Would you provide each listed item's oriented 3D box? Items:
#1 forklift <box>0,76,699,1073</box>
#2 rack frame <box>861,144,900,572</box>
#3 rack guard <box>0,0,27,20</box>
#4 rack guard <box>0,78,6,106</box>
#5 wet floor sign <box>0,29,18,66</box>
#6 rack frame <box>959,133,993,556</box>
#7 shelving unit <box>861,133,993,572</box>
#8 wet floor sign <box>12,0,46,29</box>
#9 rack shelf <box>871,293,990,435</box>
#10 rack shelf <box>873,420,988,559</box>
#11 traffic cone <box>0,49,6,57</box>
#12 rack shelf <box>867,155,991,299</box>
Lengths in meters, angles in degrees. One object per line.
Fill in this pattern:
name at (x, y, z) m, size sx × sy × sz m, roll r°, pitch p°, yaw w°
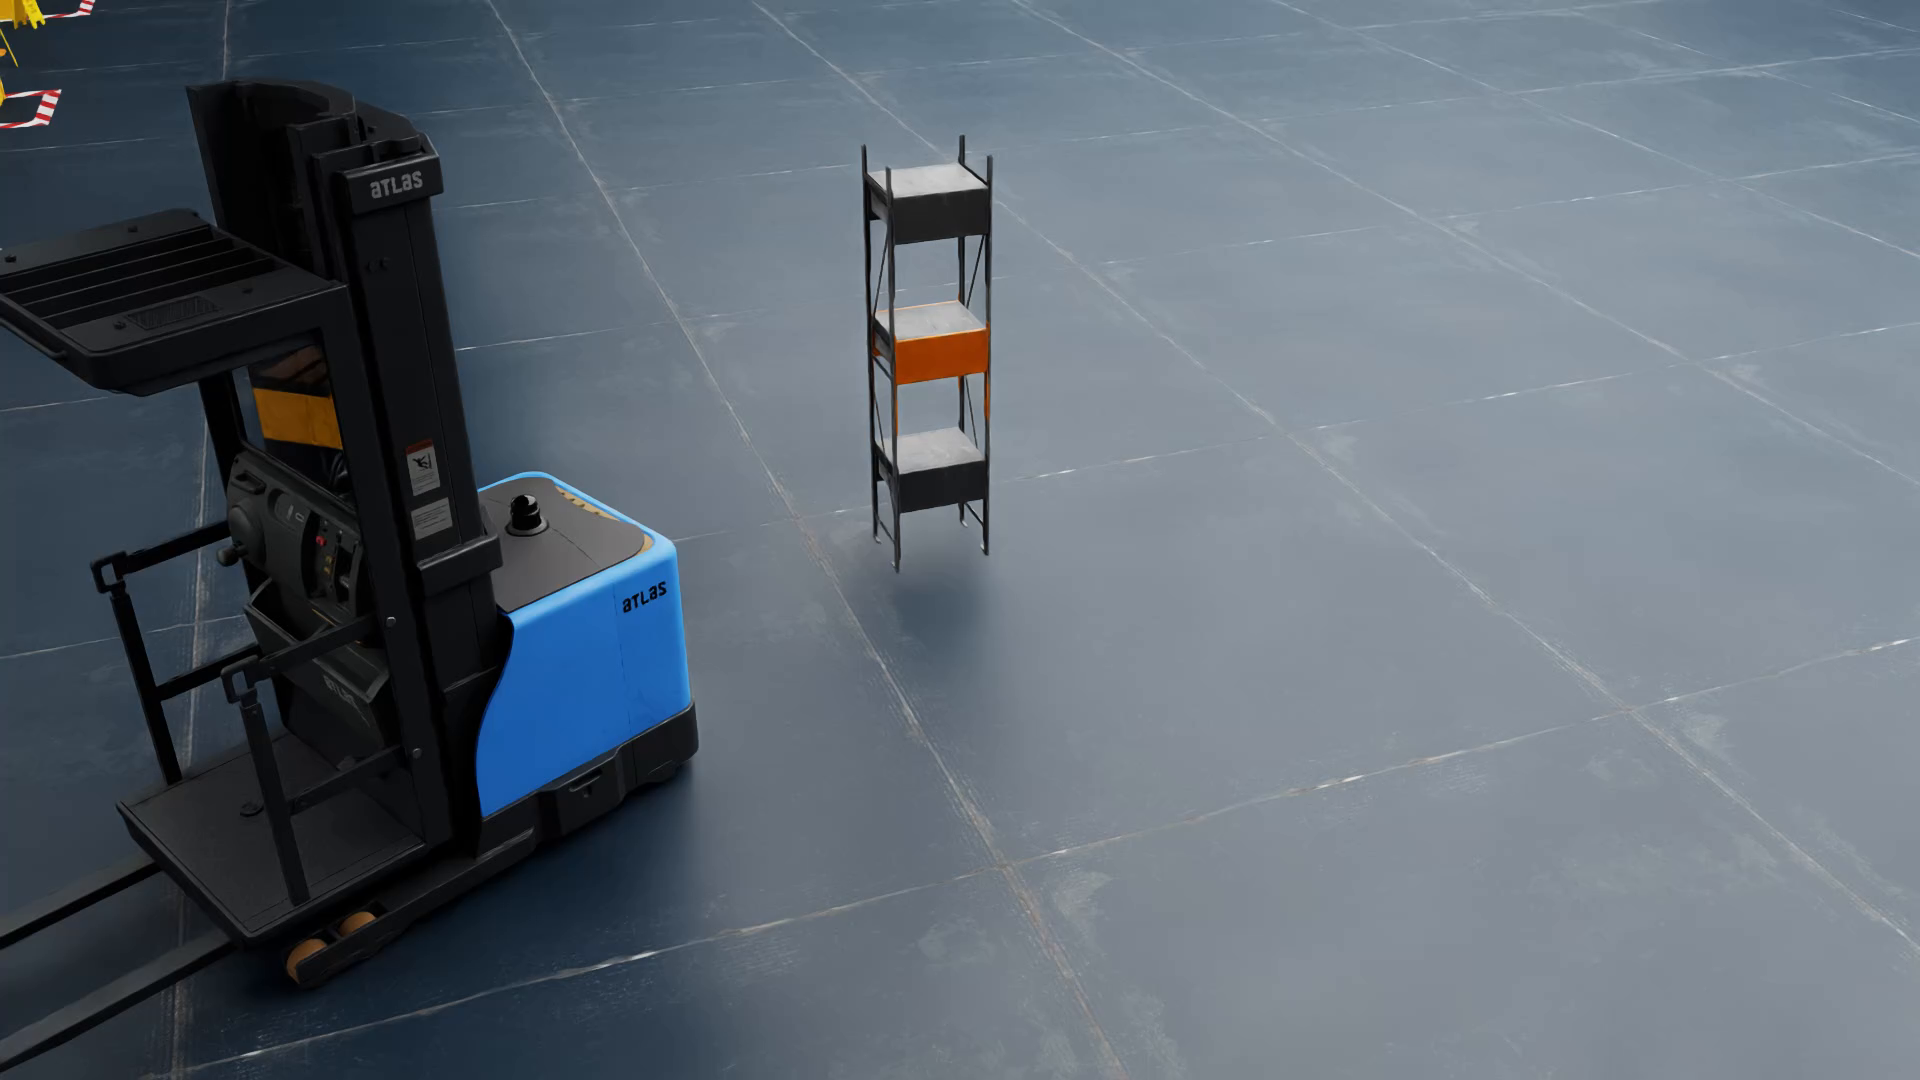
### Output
forklift at (-2.484, 0.037, 5.724) m, size 1.130 × 2.935 × 3.031 m, roll 25°, pitch 38°, yaw 36°
rack frame at (-0.384, -0.842, 8.106) m, size 0.015 × 2.100 × 0.400 m, roll -10°, pitch 31°, yaw -18°
rack guard at (-11.309, -6.571, 19.779) m, size 0.348 × 0.500 × 1.175 m, roll -10°, pitch 31°, yaw -18°
rack guard at (-9.394, -4.310, 15.809) m, size 0.348 × 0.500 × 1.175 m, roll -10°, pitch 31°, yaw -18°
wet floor sign at (-10.080, -5.292, 17.387) m, size 0.232 × 0.644 × 0.267 m, roll -16°, pitch 33°, yaw -26°
rack frame at (0.074, -0.926, 8.254) m, size 0.015 × 2.100 × 0.400 m, roll -10°, pitch 31°, yaw -18°
shelving unit at (-0.155, -0.884, 8.180) m, size 0.503 × 2.100 × 0.431 m, roll -10°, pitch 31°, yaw -18°
wet floor sign at (-10.686, -6.184, 18.953) m, size 0.232 × 0.644 × 0.267 m, roll 0°, pitch 30°, yaw 0°
rack shelf at (-0.155, -0.872, 8.187) m, size 0.480 × 0.518 × 0.431 m, roll -10°, pitch 31°, yaw -18°
rack shelf at (-0.155, -0.264, 8.533) m, size 0.480 × 0.518 × 0.431 m, roll -10°, pitch 31°, yaw -18°
traffic cone at (-10.485, -5.439, 17.830) m, size 0.334 × 0.463 × 0.336 m, roll -10°, pitch 31°, yaw -18°
rack shelf at (-0.155, -1.480, 7.840) m, size 0.480 × 0.518 × 0.431 m, roll -10°, pitch 31°, yaw -18°
